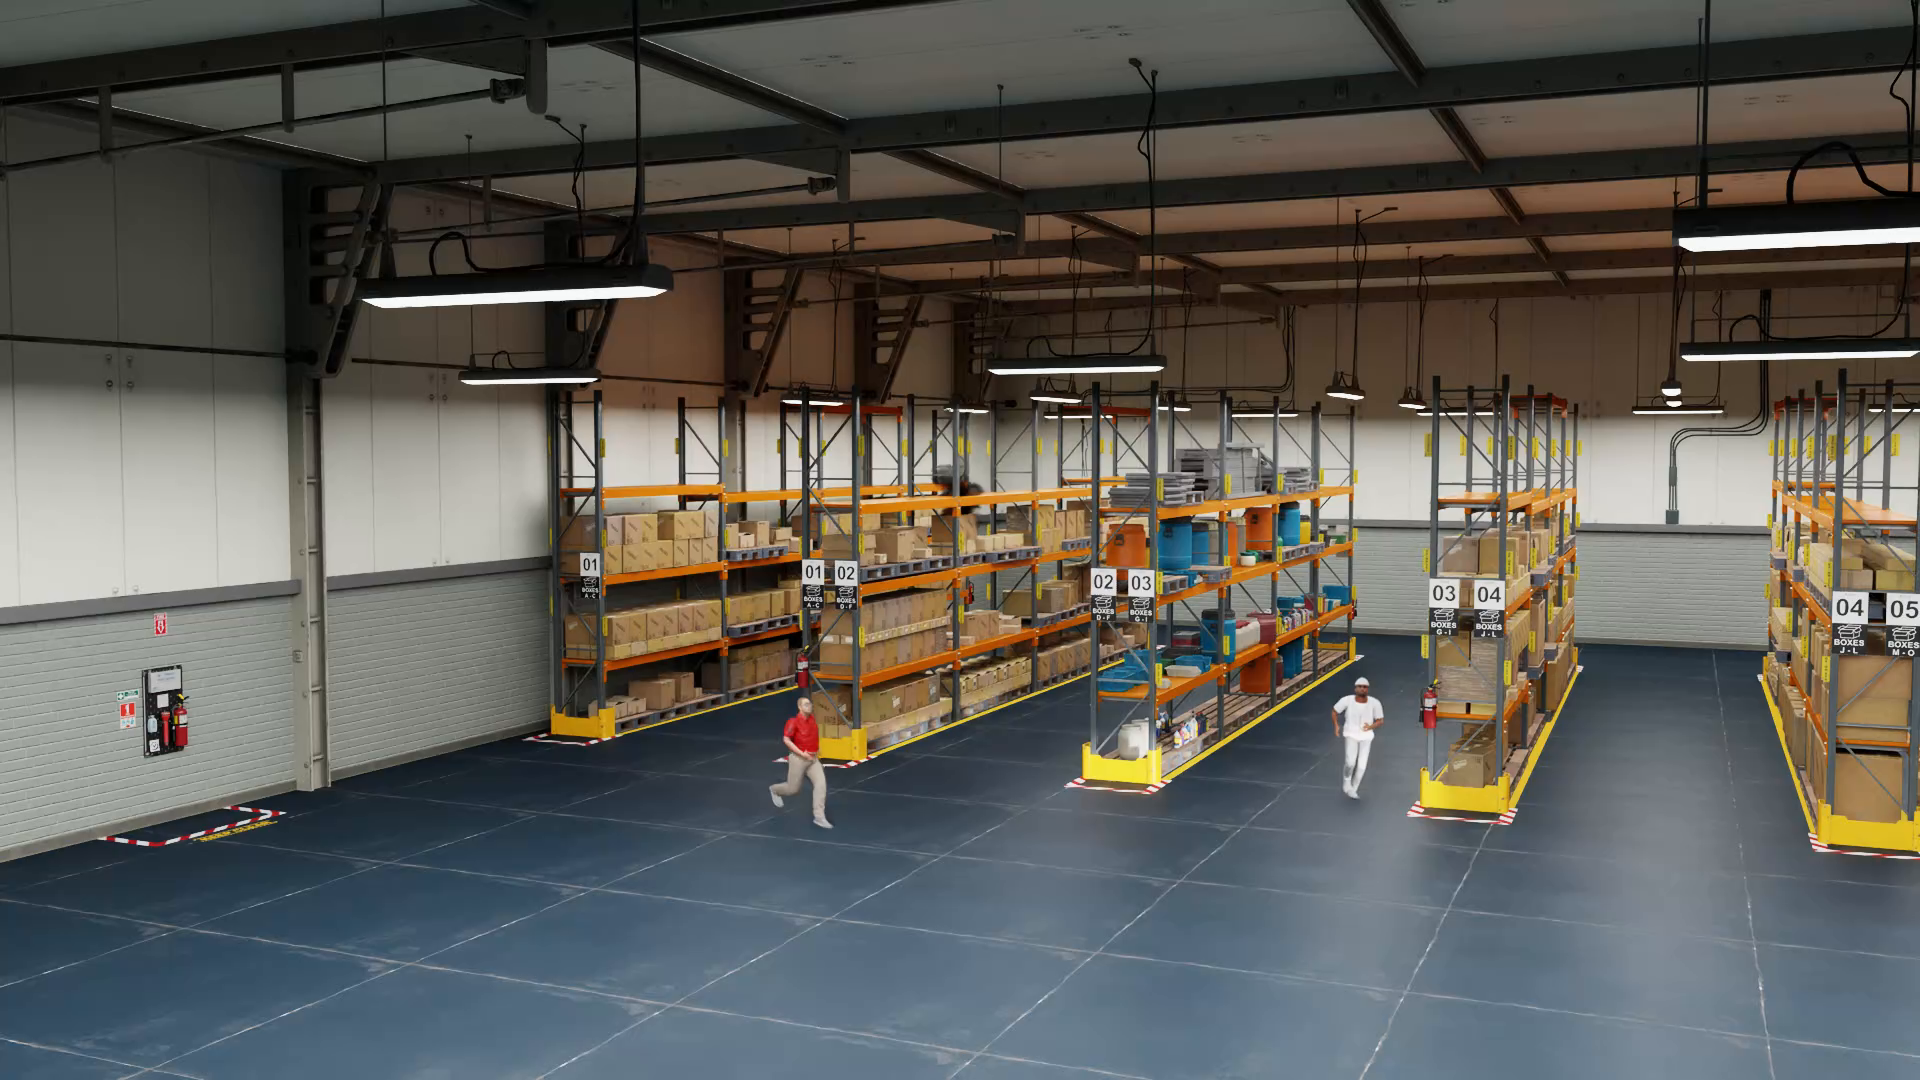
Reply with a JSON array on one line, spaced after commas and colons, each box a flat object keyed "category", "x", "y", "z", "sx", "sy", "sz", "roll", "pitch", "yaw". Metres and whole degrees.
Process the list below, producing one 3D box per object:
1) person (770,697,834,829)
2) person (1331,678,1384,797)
[{"category": "person", "x": -2.109, "y": 2.954, "z": 22.162, "sx": 1.059, "sy": 1.727, "sz": 0.639, "roll": 3, "pitch": 4, "yaw": 44}, {"category": "person", "x": 5.701, "y": 2.826, "z": 23.777, "sx": 0.706, "sy": 1.718, "sz": 0.576, "roll": 0, "pitch": 3, "yaw": 4}]
